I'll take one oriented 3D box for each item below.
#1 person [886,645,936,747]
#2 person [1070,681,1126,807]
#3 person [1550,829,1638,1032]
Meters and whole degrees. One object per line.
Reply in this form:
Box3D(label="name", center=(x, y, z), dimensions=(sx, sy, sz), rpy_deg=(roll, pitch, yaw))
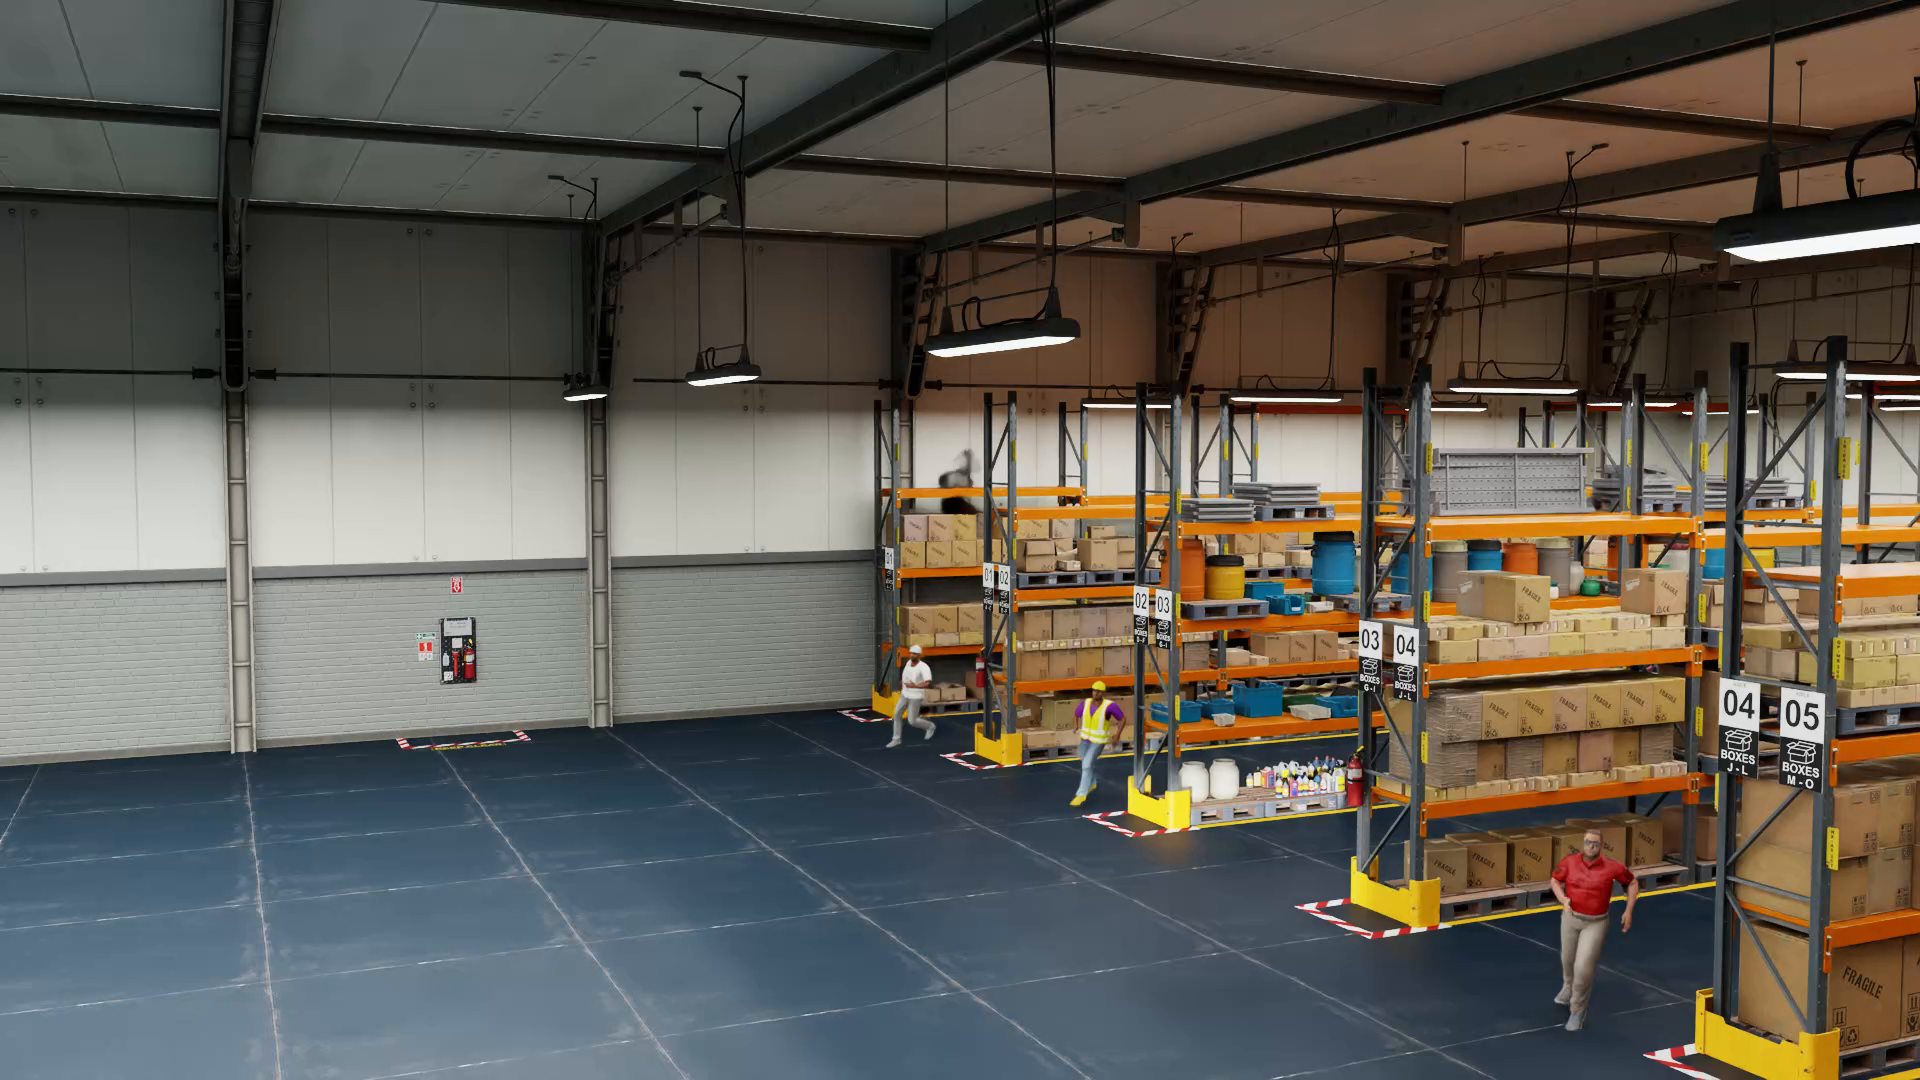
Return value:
Box3D(label="person", center=(-0.761, 2.614, 27.887), dimensions=(0.831, 1.725, 0.733), rpy_deg=(-3, 4, -41))
Box3D(label="person", center=(1.924, 2.903, 23.869), dimensions=(0.759, 1.785, 0.836), rpy_deg=(3, 4, 37))
Box3D(label="person", center=(5.622, 3.461, 14.832), dimensions=(0.713, 1.806, 0.764), rpy_deg=(3, 4, 39))
